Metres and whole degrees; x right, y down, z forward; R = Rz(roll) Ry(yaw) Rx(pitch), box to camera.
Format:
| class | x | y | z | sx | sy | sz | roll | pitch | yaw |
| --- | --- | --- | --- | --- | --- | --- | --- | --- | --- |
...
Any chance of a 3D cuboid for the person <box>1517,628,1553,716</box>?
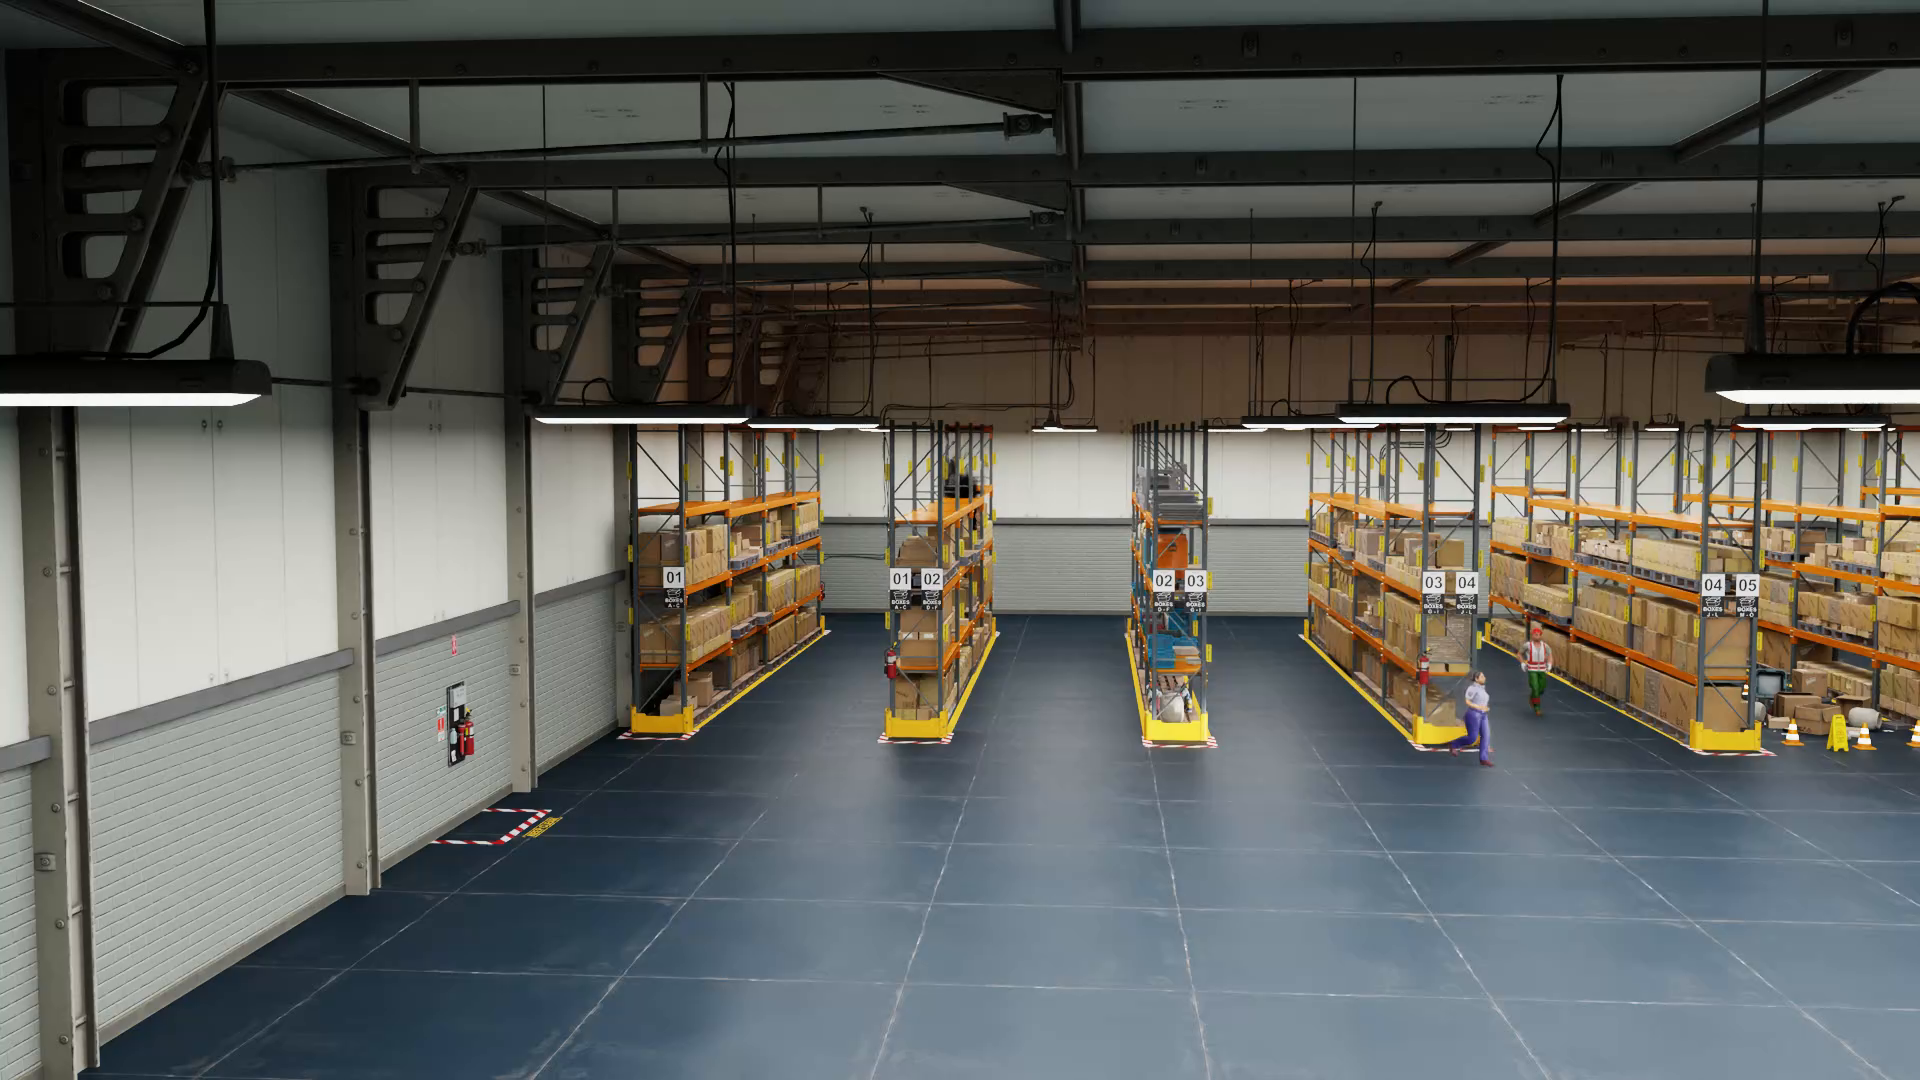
| class | x | y | z | sx | sy | sz | roll | pitch | yaw |
| --- | --- | --- | --- | --- | --- | --- | --- | --- | --- |
| person | 11.787 | 2.679 | 34.075 | 0.688 | 1.763 | 0.880 | 0 | 4 | -1 |

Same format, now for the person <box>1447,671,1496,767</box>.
| class | x | y | z | sx | sy | sz | roll | pitch | yaw |
| --- | --- | --- | --- | --- | --- | --- | --- | --- | --- |
| person | 8.970 | 3.094 | 28.941 | 0.874 | 1.637 | 0.615 | 3 | 5 | 44 |

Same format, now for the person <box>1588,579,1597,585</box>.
| class | x | y | z | sx | sy | sz | roll | pitch | yaw |
| --- | --- | --- | --- | --- | --- | --- | --- | --- | --- |
| person | 18.070 | 1.916 | 47.445 | 0.565 | 1.627 | 0.592 | 0 | 4 | 5 |
